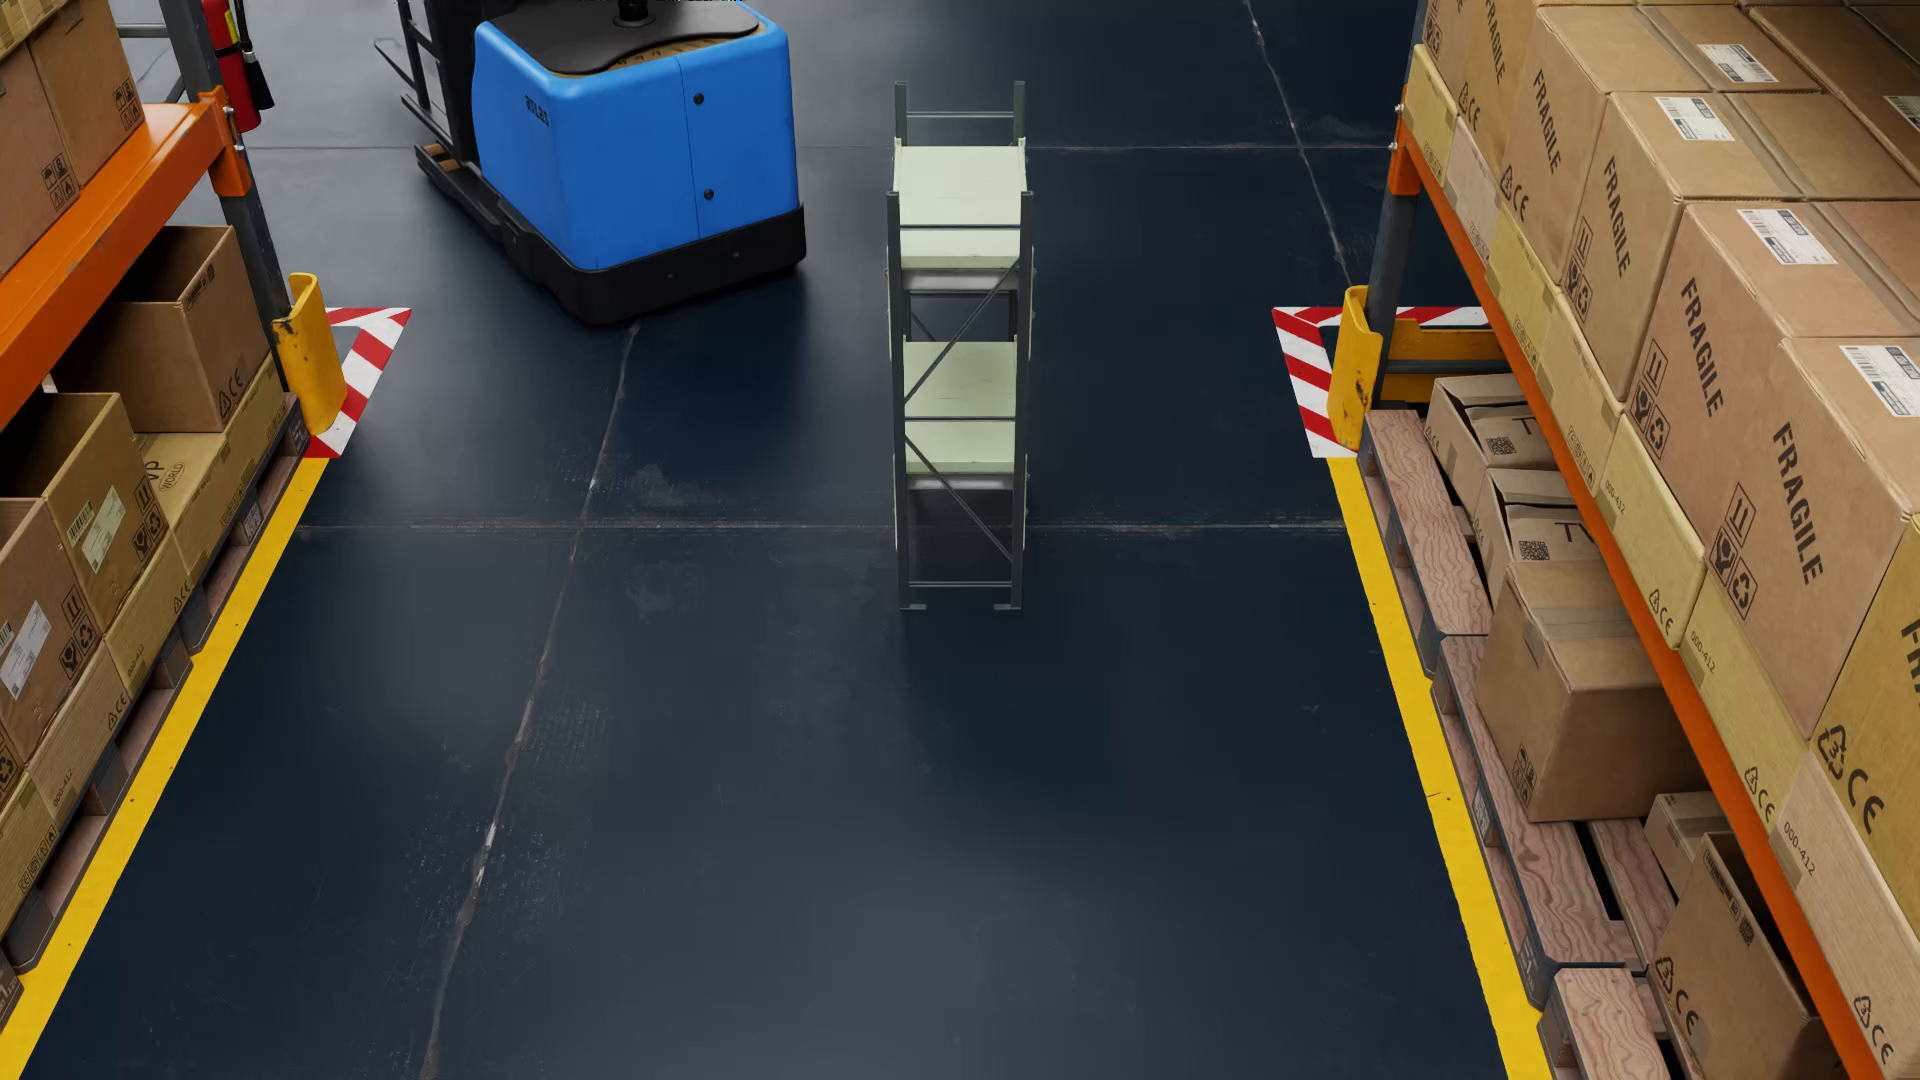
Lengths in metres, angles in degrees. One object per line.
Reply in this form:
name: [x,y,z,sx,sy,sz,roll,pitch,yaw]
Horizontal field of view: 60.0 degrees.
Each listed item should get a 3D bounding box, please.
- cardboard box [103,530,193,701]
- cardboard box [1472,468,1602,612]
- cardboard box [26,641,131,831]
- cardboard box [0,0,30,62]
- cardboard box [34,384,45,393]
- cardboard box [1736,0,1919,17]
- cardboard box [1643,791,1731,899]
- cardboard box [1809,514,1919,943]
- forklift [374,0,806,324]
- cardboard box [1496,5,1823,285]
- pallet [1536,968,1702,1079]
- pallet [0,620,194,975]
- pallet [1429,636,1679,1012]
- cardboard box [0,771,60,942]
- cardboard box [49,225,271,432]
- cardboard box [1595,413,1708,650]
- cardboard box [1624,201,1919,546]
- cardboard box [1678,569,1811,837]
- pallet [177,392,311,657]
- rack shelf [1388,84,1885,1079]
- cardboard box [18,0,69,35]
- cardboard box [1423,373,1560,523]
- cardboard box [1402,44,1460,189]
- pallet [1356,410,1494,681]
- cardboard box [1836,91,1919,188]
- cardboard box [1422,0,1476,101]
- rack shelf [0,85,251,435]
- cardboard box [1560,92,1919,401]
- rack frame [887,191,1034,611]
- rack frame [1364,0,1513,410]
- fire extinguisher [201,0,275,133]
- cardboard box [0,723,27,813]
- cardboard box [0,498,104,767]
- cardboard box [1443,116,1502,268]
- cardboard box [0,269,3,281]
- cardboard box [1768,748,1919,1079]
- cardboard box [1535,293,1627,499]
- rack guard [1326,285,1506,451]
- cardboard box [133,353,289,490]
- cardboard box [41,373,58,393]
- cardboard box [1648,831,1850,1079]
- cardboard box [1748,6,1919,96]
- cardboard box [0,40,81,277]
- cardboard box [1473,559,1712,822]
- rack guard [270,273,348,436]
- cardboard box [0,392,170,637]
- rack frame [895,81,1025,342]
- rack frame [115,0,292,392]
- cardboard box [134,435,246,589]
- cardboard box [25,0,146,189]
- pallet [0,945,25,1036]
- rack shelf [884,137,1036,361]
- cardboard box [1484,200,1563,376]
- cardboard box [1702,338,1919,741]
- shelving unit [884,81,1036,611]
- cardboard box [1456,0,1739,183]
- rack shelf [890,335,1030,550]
cardboard box: [-2.651,0.218,4.942,0.500,0.250,0.500,0,39,0]
cardboard box: [1.903,0.009,5.138,0.500,0.311,0.500,3,39,4]
cardboard box: [-2.652,0.531,4.552,0.500,0.250,0.500,0,39,0]
cardboard box: [-2.769,-1.381,4.476,0.380,0.149,0.250,-1,39,-1]
cardboard box: [-3.181,-0.387,5.097,0.500,0.500,0.500,0,39,0]
cardboard box: [2.196,-1.290,4.465,0.500,0.500,0.500,0,39,1]
cardboard box: [2.015,0.785,4.300,0.380,0.149,0.250,-3,39,-4]
cardboard box: [1.687,0.307,2.473,0.500,0.500,0.500,0,39,0]
forklift: [-1.910,-2.901,7.026,1.130,2.935,3.031,-23,44,-26]
cardboard box: [1.677,-0.968,4.064,0.500,0.500,0.500,-1,39,-2]
pallet: [1.960,1.512,3.694,1.003,0.211,1.213,0,39,0]
pallet: [-2.920,0.676,4.738,1.003,0.211,1.213,0,39,0]
pallet: [1.956,0.747,4.649,1.003,0.211,1.213,0,39,0]
cardboard box: [-2.645,0.843,4.162,0.500,0.250,0.500,0,39,0]
cardboard box: [-2.663,-0.700,5.488,0.500,0.500,0.500,0,39,0]
cardboard box: [1.685,-0.027,3.489,0.500,0.250,0.500,0,39,0]
cardboard box: [1.691,-0.320,3.255,0.500,0.500,0.500,-1,39,-1]
cardboard box: [1.701,0.287,3.097,0.500,0.250,0.500,0,39,0]
pallet: [-2.919,-0.085,5.687,1.003,0.211,1.213,0,39,0]
rack shelf: [1.994,-0.126,4.084,1.077,0.370,4.000,0,39,0]
cardboard box: [-2.769,-1.541,4.676,0.380,0.149,0.250,1,39,1]
cardboard box: [1.903,-0.347,5.583,0.500,0.311,0.500,-4,39,-5]
cardboard box: [1.675,-1.301,5.079,0.500,0.250,0.500,-1,39,-1]
pallet: [1.958,-0.014,5.598,1.003,0.211,1.213,0,39,0]
cardboard box: [2.201,-0.652,3.669,0.500,0.500,0.500,0,39,1]
cardboard box: [1.692,-1.601,4.853,0.500,0.500,0.500,0,39,0]
rack shelf: [-2.959,-0.120,4.077,1.077,0.370,4.000,0,39,0]
cardboard box: [1.689,-0.646,3.661,0.500,0.500,0.500,1,39,1]
rack frame: [0.000,-0.361,5.001,0.400,1.500,0.023,0,39,0]
rack frame: [1.992,-1.657,5.420,1.000,3.000,0.127,0,39,0]
fire extinguisher: [-2.497,-1.696,5.529,0.296,0.674,0.183,0,39,0]
cardboard box: [-2.646,0.551,3.927,0.500,0.500,0.500,0,39,0]
cardboard box: [-2.648,0.238,4.318,0.500,0.500,0.500,0,39,0]
cardboard box: [1.690,-0.977,4.674,0.500,0.250,0.500,-1,39,-1]
cardboard box: [-2.974,-0.760,4.219,0.700,0.500,0.500,0,39,0]
cardboard box: [1.693,0.599,2.708,0.500,0.250,0.500,0,39,0]
cardboard box: [1.683,-0.342,3.882,0.500,0.250,0.500,0,39,0]
rack guard: [1.992,-0.635,6.142,1.175,0.500,0.348,0,39,0]
cardboard box: [-2.666,-0.407,5.723,0.500,0.250,0.500,0,39,0]
cardboard box: [-3.184,-0.407,5.722,0.500,0.250,0.500,0,39,0]
cardboard box: [1.955,0.999,3.752,0.500,0.500,0.500,-3,39,-3]
cardboard box: [2.201,-0.967,4.062,0.500,0.500,0.500,-1,39,-1]
cardboard box: [-2.969,-1.070,4.607,0.700,0.500,0.500,1,39,1]
cardboard box: [1.854,0.394,4.506,0.700,0.500,0.500,-2,39,-3]
rack guard: [-2.962,-0.691,6.213,1.175,0.500,0.348,0,39,0]
cardboard box: [-2.648,-0.075,4.708,0.500,0.500,0.500,0,39,0]
rack frame: [0.000,-0.818,5.572,0.400,1.500,0.023,0,39,0]
rack frame: [-2.962,-1.652,5.412,1.000,3.000,0.127,0,39,0]
cardboard box: [-2.653,-0.095,5.332,0.500,0.250,0.500,0,39,0]
cardboard box: [-2.974,-1.399,5.017,0.700,0.500,0.500,0,39,0]
pallet: [-2.916,1.441,3.783,1.003,0.211,1.213,0,39,0]
rack shelf: [0.000,-0.894,5.042,0.431,0.370,0.720,0,39,0]
cardboard box: [1.685,-0.658,4.276,0.500,0.250,0.500,-1,39,-1]
cardboard box: [1.681,-0.005,2.862,0.500,0.500,0.500,0,39,0]
shelving unit: [0.000,-0.589,5.286,0.431,1.500,0.755,0,39,0]
cardboard box: [1.683,-1.292,4.467,0.500,0.500,0.500,0,39,0]
rack shelf: [0.000,-0.335,5.490,0.431,0.370,0.720,0,39,0]
